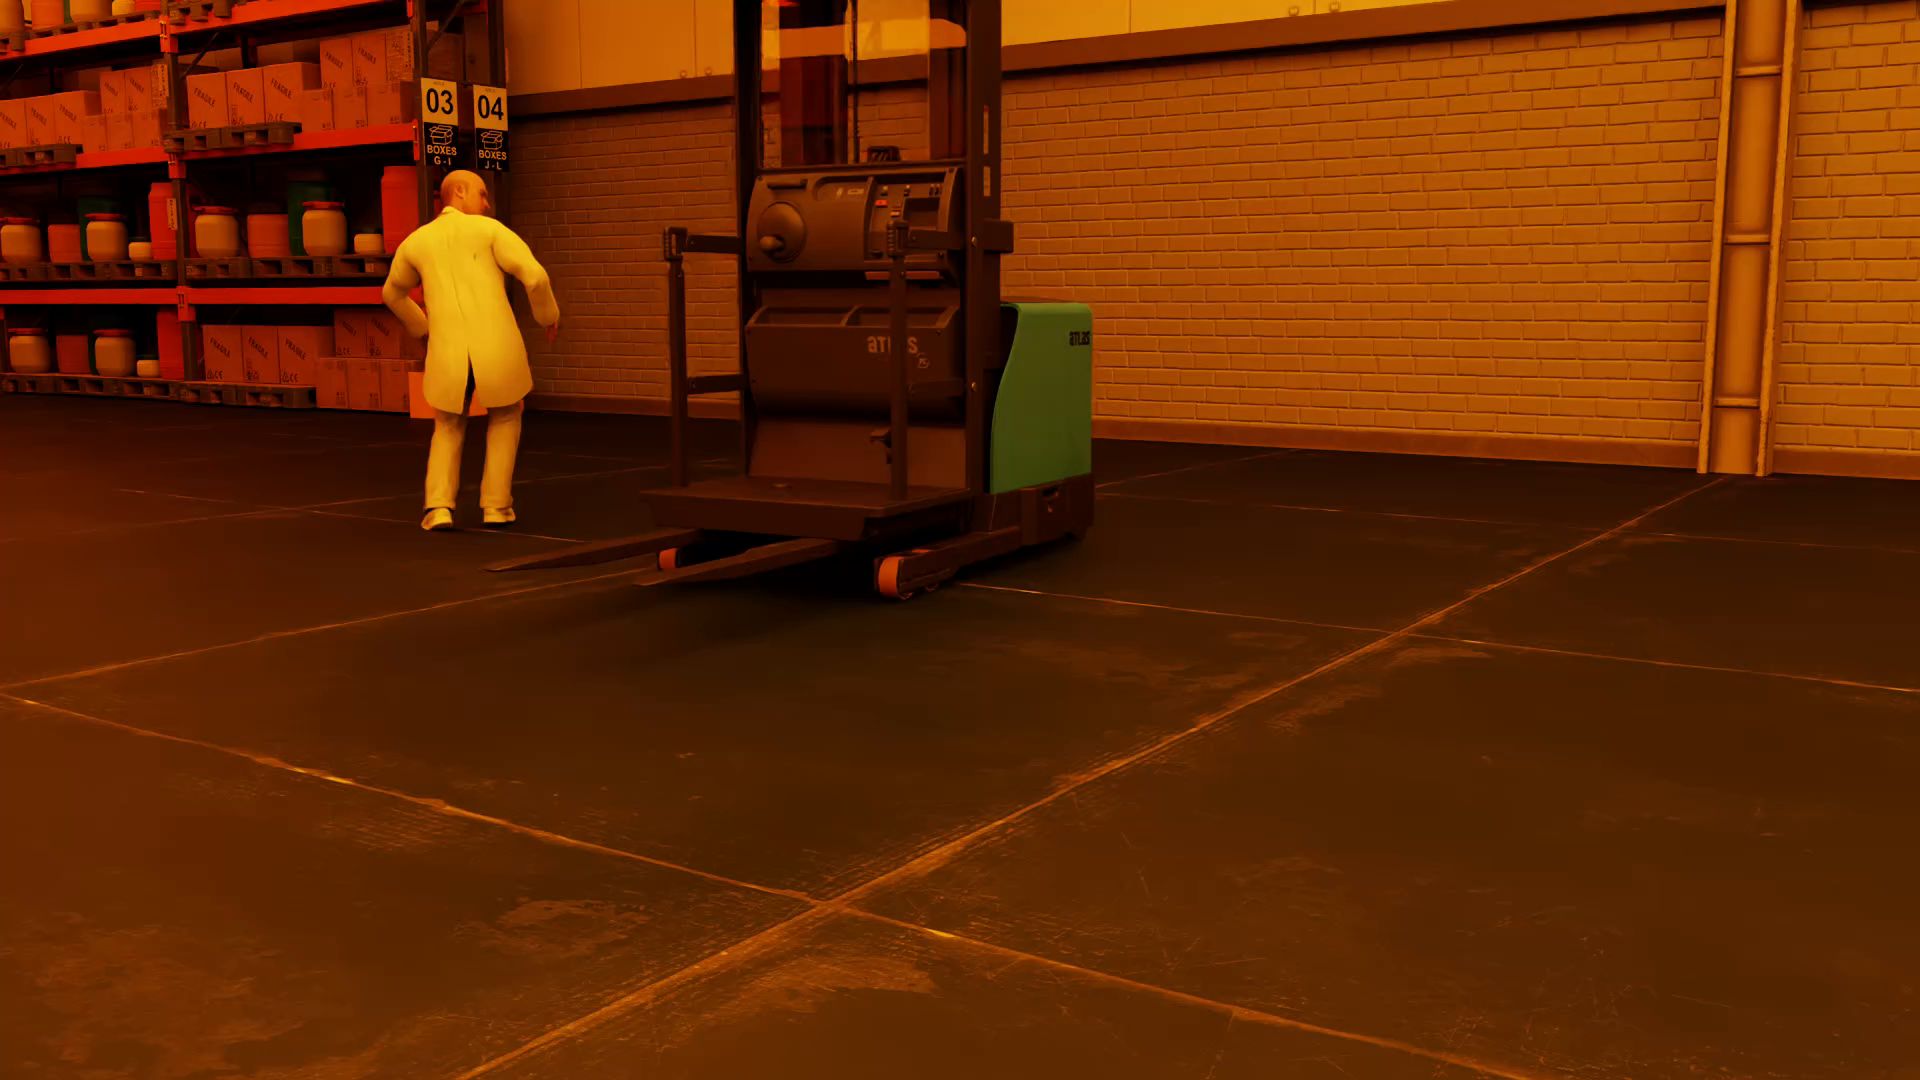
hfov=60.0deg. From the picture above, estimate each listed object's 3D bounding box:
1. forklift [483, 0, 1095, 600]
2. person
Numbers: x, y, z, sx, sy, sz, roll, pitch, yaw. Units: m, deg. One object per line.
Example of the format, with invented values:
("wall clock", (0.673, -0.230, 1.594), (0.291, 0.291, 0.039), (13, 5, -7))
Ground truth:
("forklift", (-0.532, -1.303, 6.356), (1.130, 2.935, 3.031), (4, 9, 28))
("person", (-2.344, -0.897, 8.022), (0.836, 1.722, 0.678), (0, 8, -2))
